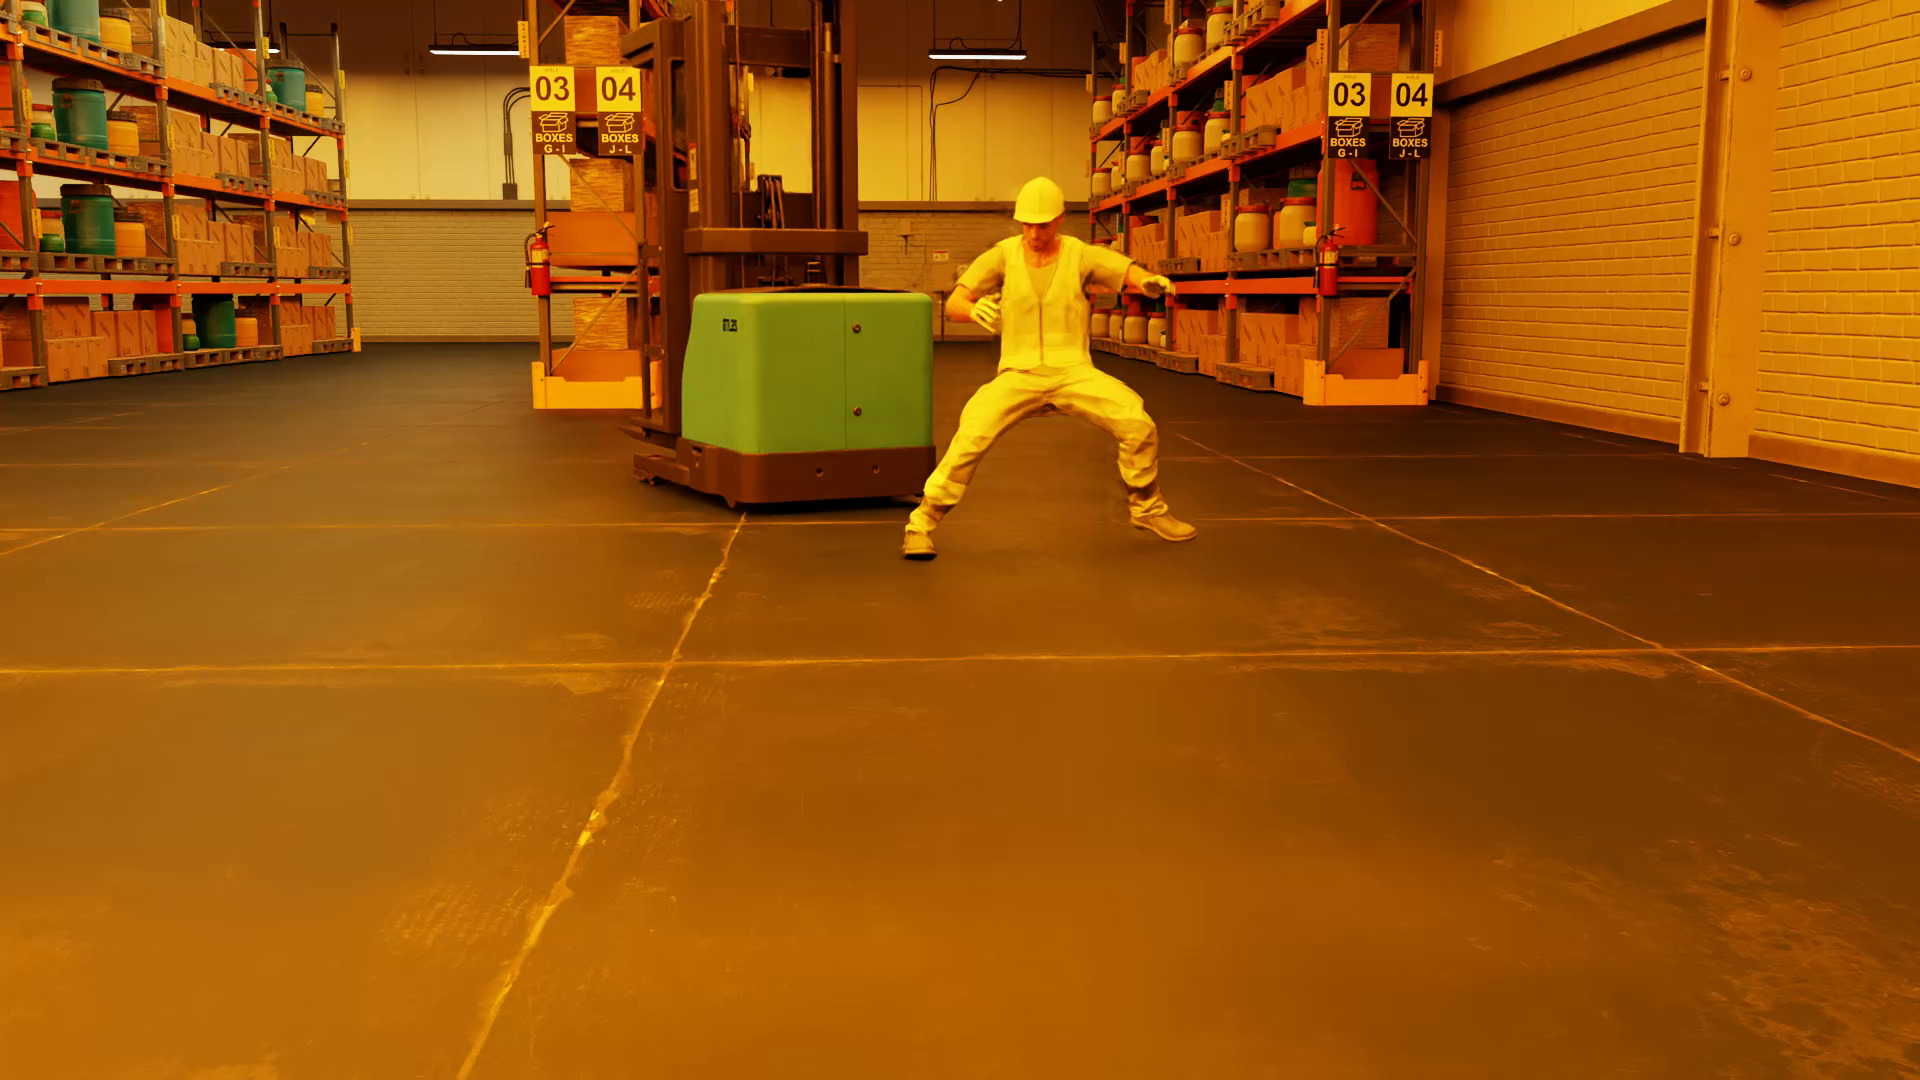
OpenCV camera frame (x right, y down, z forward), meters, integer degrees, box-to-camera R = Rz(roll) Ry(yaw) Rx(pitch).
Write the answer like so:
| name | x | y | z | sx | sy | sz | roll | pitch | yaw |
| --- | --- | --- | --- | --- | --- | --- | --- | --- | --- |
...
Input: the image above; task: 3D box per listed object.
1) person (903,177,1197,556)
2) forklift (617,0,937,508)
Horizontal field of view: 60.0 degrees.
| name | x | y | z | sx | sy | sz | roll | pitch | yaw |
| --- | --- | --- | --- | --- | --- | --- | --- | --- | --- |
| person | 0.383 | -0.720 | 6.896 | 1.228 | 1.547 | 0.691 | 1 | 8 | 6 |
| forklift | -1.227 | -1.782 | 9.333 | 1.130 | 2.935 | 3.031 | -4 | 9 | -26 |
